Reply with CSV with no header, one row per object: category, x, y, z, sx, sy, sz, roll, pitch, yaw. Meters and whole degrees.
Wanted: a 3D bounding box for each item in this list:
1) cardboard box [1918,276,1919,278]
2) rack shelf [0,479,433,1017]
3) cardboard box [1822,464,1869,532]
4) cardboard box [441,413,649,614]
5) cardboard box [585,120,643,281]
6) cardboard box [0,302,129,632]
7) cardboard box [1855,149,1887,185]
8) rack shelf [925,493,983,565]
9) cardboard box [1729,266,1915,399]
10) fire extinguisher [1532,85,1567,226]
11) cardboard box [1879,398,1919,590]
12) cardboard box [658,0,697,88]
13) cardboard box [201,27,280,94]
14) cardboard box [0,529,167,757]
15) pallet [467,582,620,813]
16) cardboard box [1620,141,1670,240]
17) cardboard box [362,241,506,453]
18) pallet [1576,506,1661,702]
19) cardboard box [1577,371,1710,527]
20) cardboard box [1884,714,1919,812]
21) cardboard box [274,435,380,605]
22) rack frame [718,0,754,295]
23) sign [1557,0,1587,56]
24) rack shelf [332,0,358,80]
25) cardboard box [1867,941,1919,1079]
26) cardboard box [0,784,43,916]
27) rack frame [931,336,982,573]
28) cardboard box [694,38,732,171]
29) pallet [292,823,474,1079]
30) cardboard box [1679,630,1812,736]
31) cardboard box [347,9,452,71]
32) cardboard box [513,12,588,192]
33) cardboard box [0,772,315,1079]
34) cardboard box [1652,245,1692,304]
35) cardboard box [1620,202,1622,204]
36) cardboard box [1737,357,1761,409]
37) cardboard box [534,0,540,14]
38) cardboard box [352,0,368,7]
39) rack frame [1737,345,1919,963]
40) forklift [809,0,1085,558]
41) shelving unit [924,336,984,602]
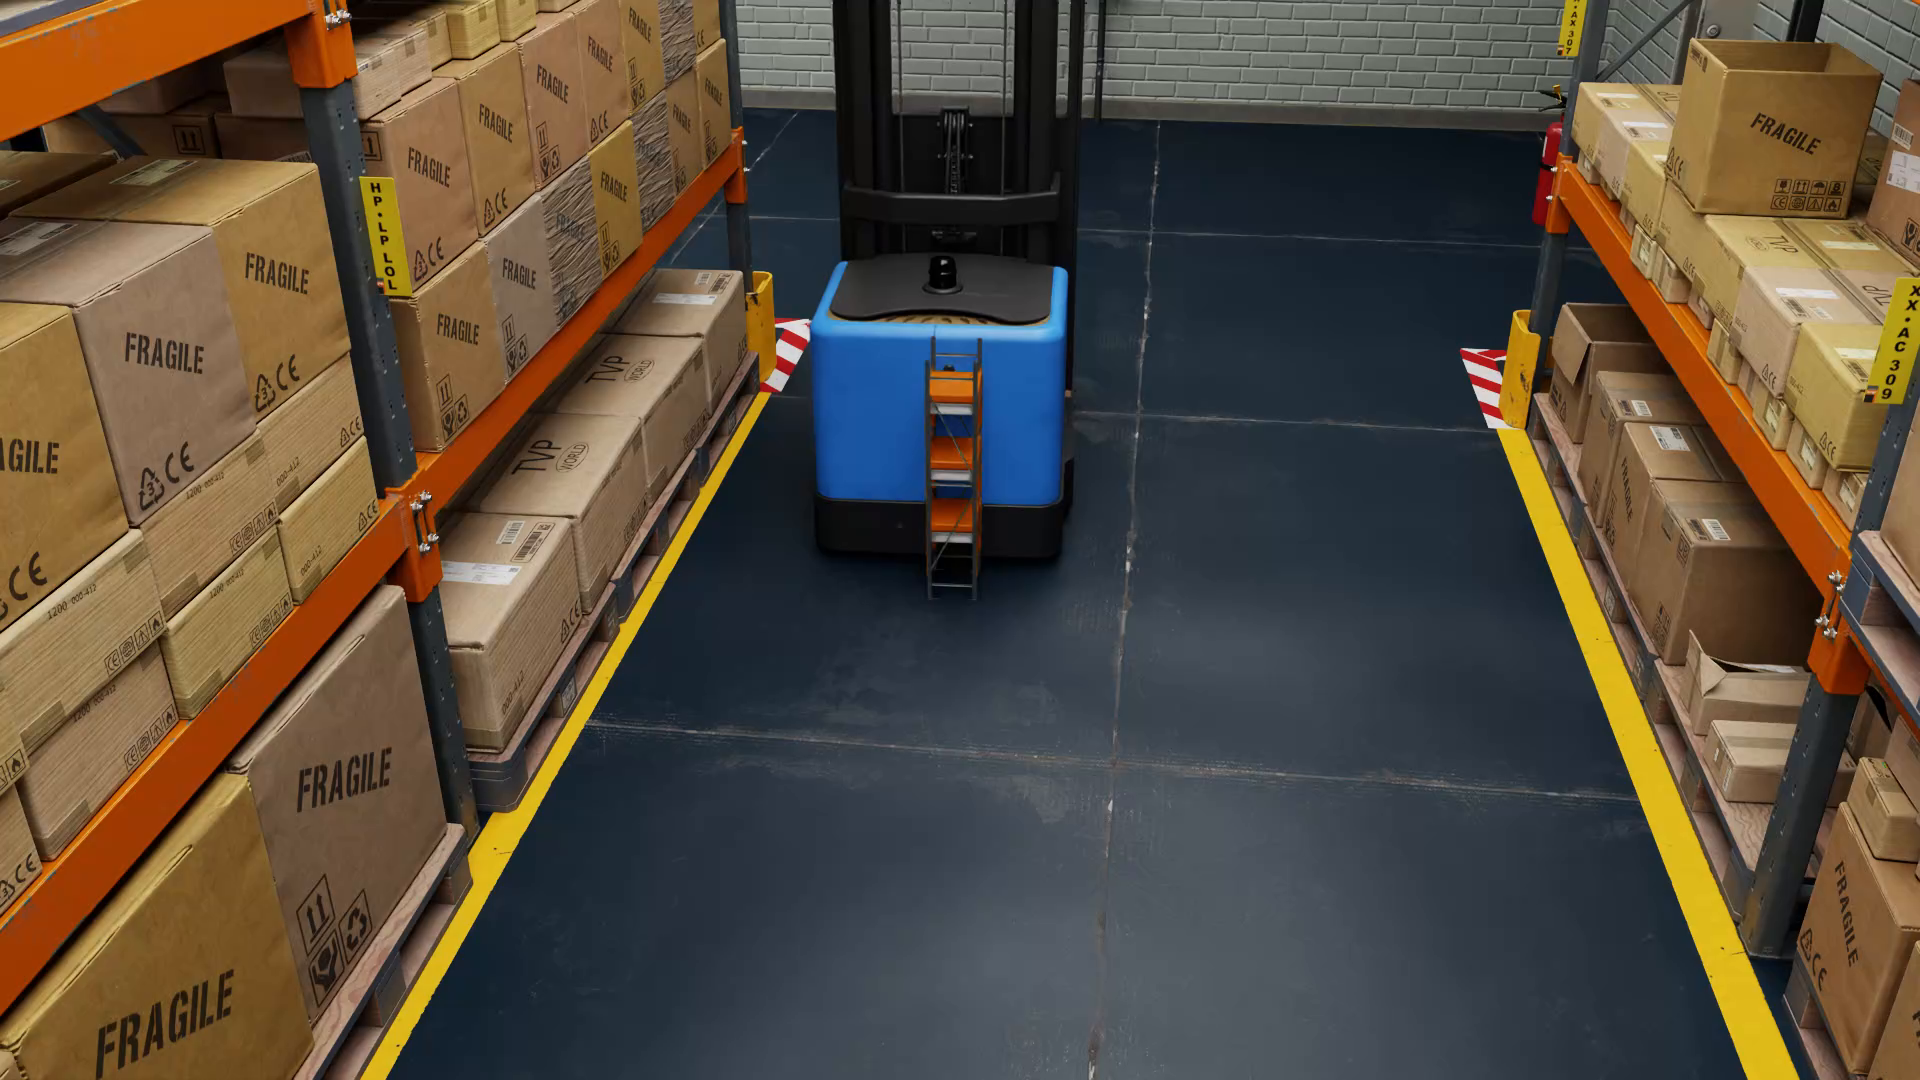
cardboard box,3.230,-0.595,5.037,0.500,0.250,0.500,3,28,6
rack shelf,-2.325,0.895,3.185,1.077,0.370,4.000,3,28,6
cardboard box,2.635,-0.131,4.595,0.380,0.149,0.250,4,29,7
cardboard box,-1.788,-0.131,6.589,0.875,0.438,0.875,3,28,5
cardboard box,-1.567,-1.326,6.443,0.500,0.500,0.500,4,29,8
cardboard box,-2.023,-0.141,3.189,0.500,0.500,0.500,4,29,8
cardboard box,3.414,-1.317,6.376,0.500,0.250,0.500,4,29,8
rack shelf,-0.023,-0.019,6.786,0.215,0.259,0.240,2,28,4
cardboard box,2.714,-0.632,5.105,0.500,0.250,0.500,3,29,6
fire extinguisher,2.896,-1.857,8.009,0.296,0.674,0.183,3,28,6
cardboard box,2.565,-0.091,3.707,0.700,0.500,0.500,4,29,7
cardboard box,-1.448,-2.242,7.089,0.500,0.500,0.500,3,29,6
cardboard box,-2.218,-1.414,4.869,0.380,0.149,0.250,4,29,7
cardboard box,-2.004,0.184,3.376,0.500,0.250,0.500,4,29,7
pallet,-1.909,0.511,6.079,1.003,0.211,1.213,3,28,6
cardboard box,2.893,-1.350,6.438,0.500,0.250,0.500,3,28,5
cardboard box,-1.763,-0.613,5.119,0.500,0.500,0.500,4,29,8
pallet,3.079,0.252,6.560,1.003,0.211,1.213,3,28,6
cardboard box,3.024,-0.361,6.951,0.700,0.500,0.500,4,29,8
cardboard box,2.599,0.580,4.207,0.380,0.149,0.250,3,28,5
cardboard box,-1.885,-0.071,4.378,0.500,0.250,0.500,3,28,5
rack frame,-1.590,-2.246,8.256,1.000,3.000,0.127,3,28,6
sign,2.798,-2.372,7.577,0.100,0.325,0.005,3,28,6
rack shelf,-1.835,-2.308,5.968,1.077,0.370,4.000,3,28,6
cardboard box,2.508,1.305,3.858,0.500,0.500,0.500,3,28,6
cardboard box,-2.088,0.648,3.042,0.500,0.250,0.500,3,28,6
rack frame,-0.014,-0.330,6.756,0.200,1.050,0.008,2,28,4
cardboard box,-1.387,-2.048,7.783,0.500,0.500,0.500,4,29,6
pallet,-2.100,1.232,4.740,1.003,0.211,1.213,3,28,6
cardboard box,2.667,0.495,5.608,0.396,0.266,0.258,4,29,8
cardboard box,-1.779,-1.511,5.048,0.380,0.149,0.250,3,28,6
cardboard box,-1.639,-1.535,5.778,0.500,0.500,0.500,4,29,7
cardboard box,-2.180,1.110,3.825,0.875,0.875,0.875,4,29,8
cardboard box,2.805,-0.981,6.174,0.380,0.149,0.250,4,29,7
cardboard box,3.041,-1.462,7.066,0.380,0.149,0.250,3,28,6
cardboard box,2.712,-0.500,5.280,0.380,0.149,0.250,4,29,8
cardboard box,-1.677,-1.871,5.716,0.380,0.149,0.250,3,28,6
cardboard box,-2.170,-1.771,5.531,0.380,0.149,0.250,3,28,6
rack frame,2.847,-0.076,4.229,1.000,3.000,0.127,3,28,6
forklift,0.015,-1.883,7.655,1.130,2.935,3.031,2,28,4
shelving unit,-0.023,-0.273,6.649,0.215,1.050,0.252,2,28,4
